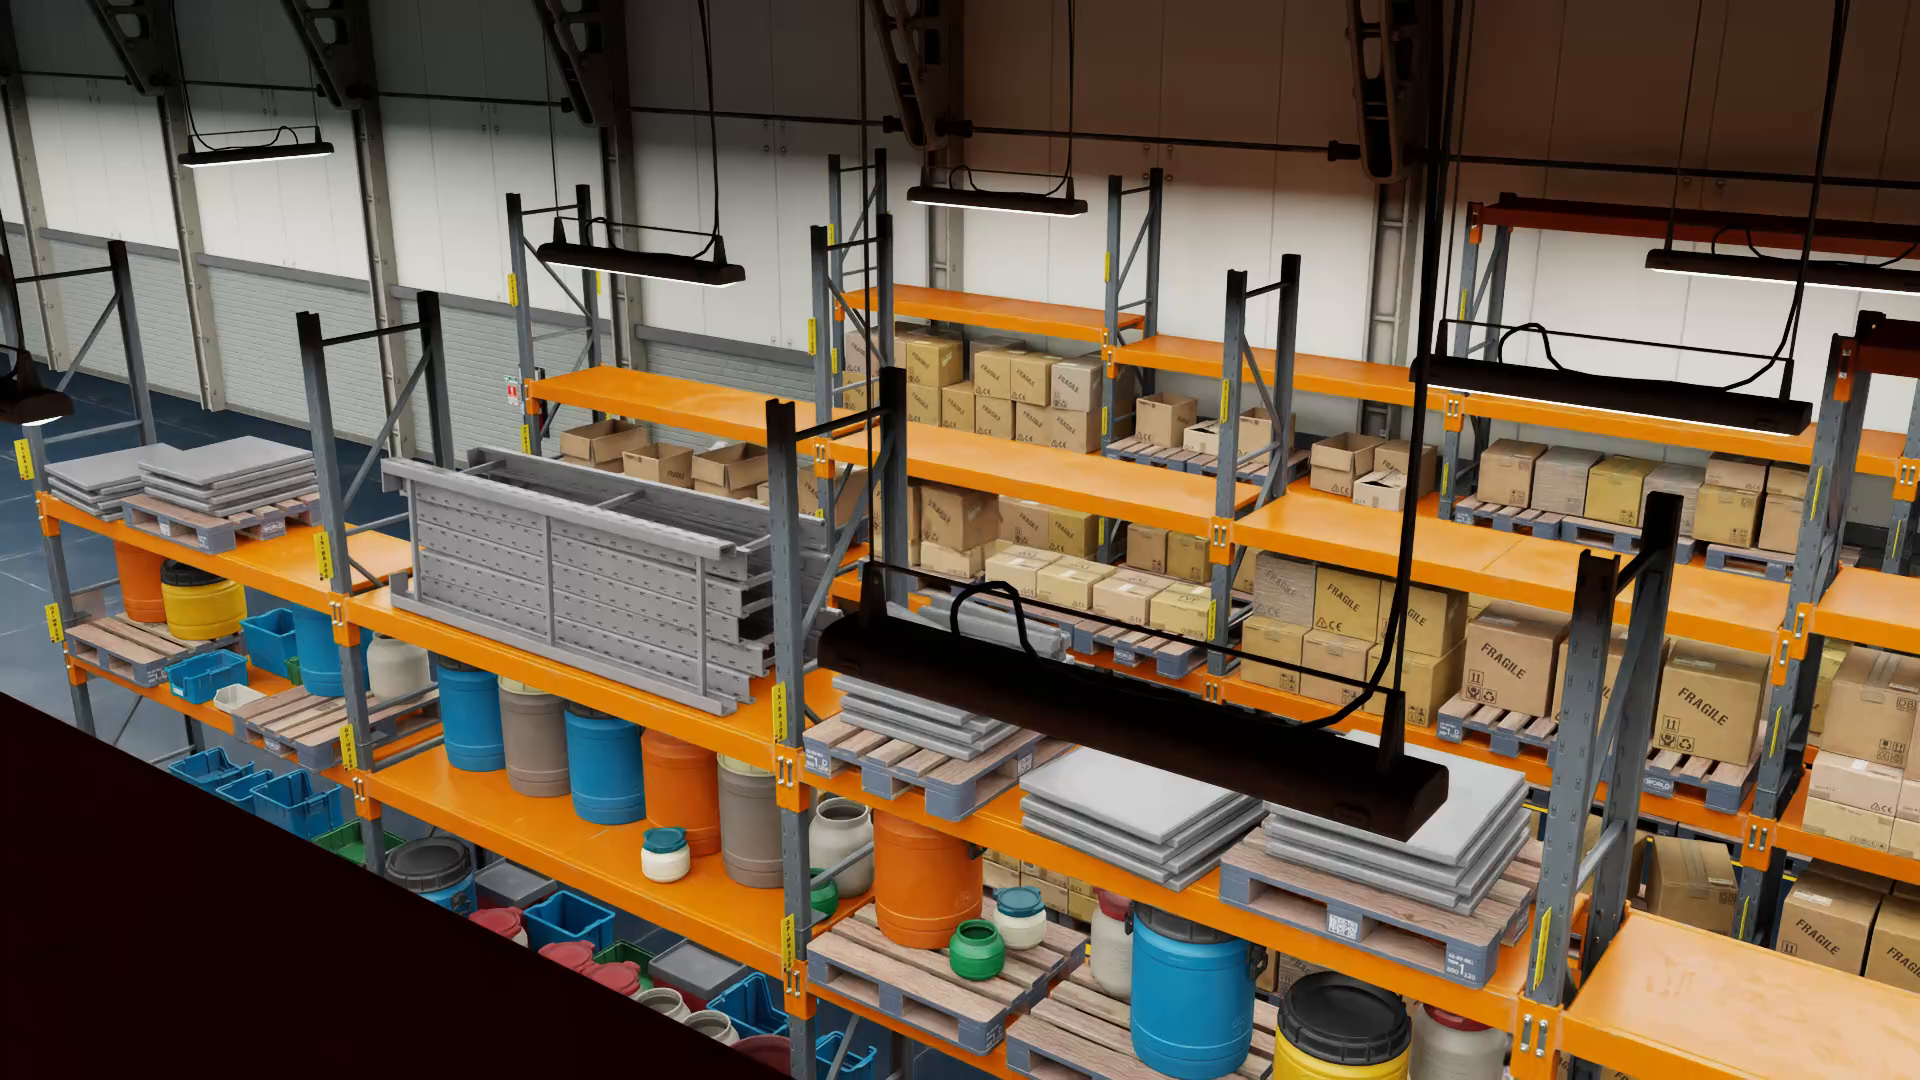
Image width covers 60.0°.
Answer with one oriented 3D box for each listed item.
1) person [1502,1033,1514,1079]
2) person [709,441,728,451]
[{"bbox_3d":[3.506,3.901,10.919,1.053,1.583,0.534,12,22,32],"label":"person"},{"bbox_3d":[-3.611,-0.578,24.074,0.662,1.806,0.568,3,19,10],"label":"person"}]
